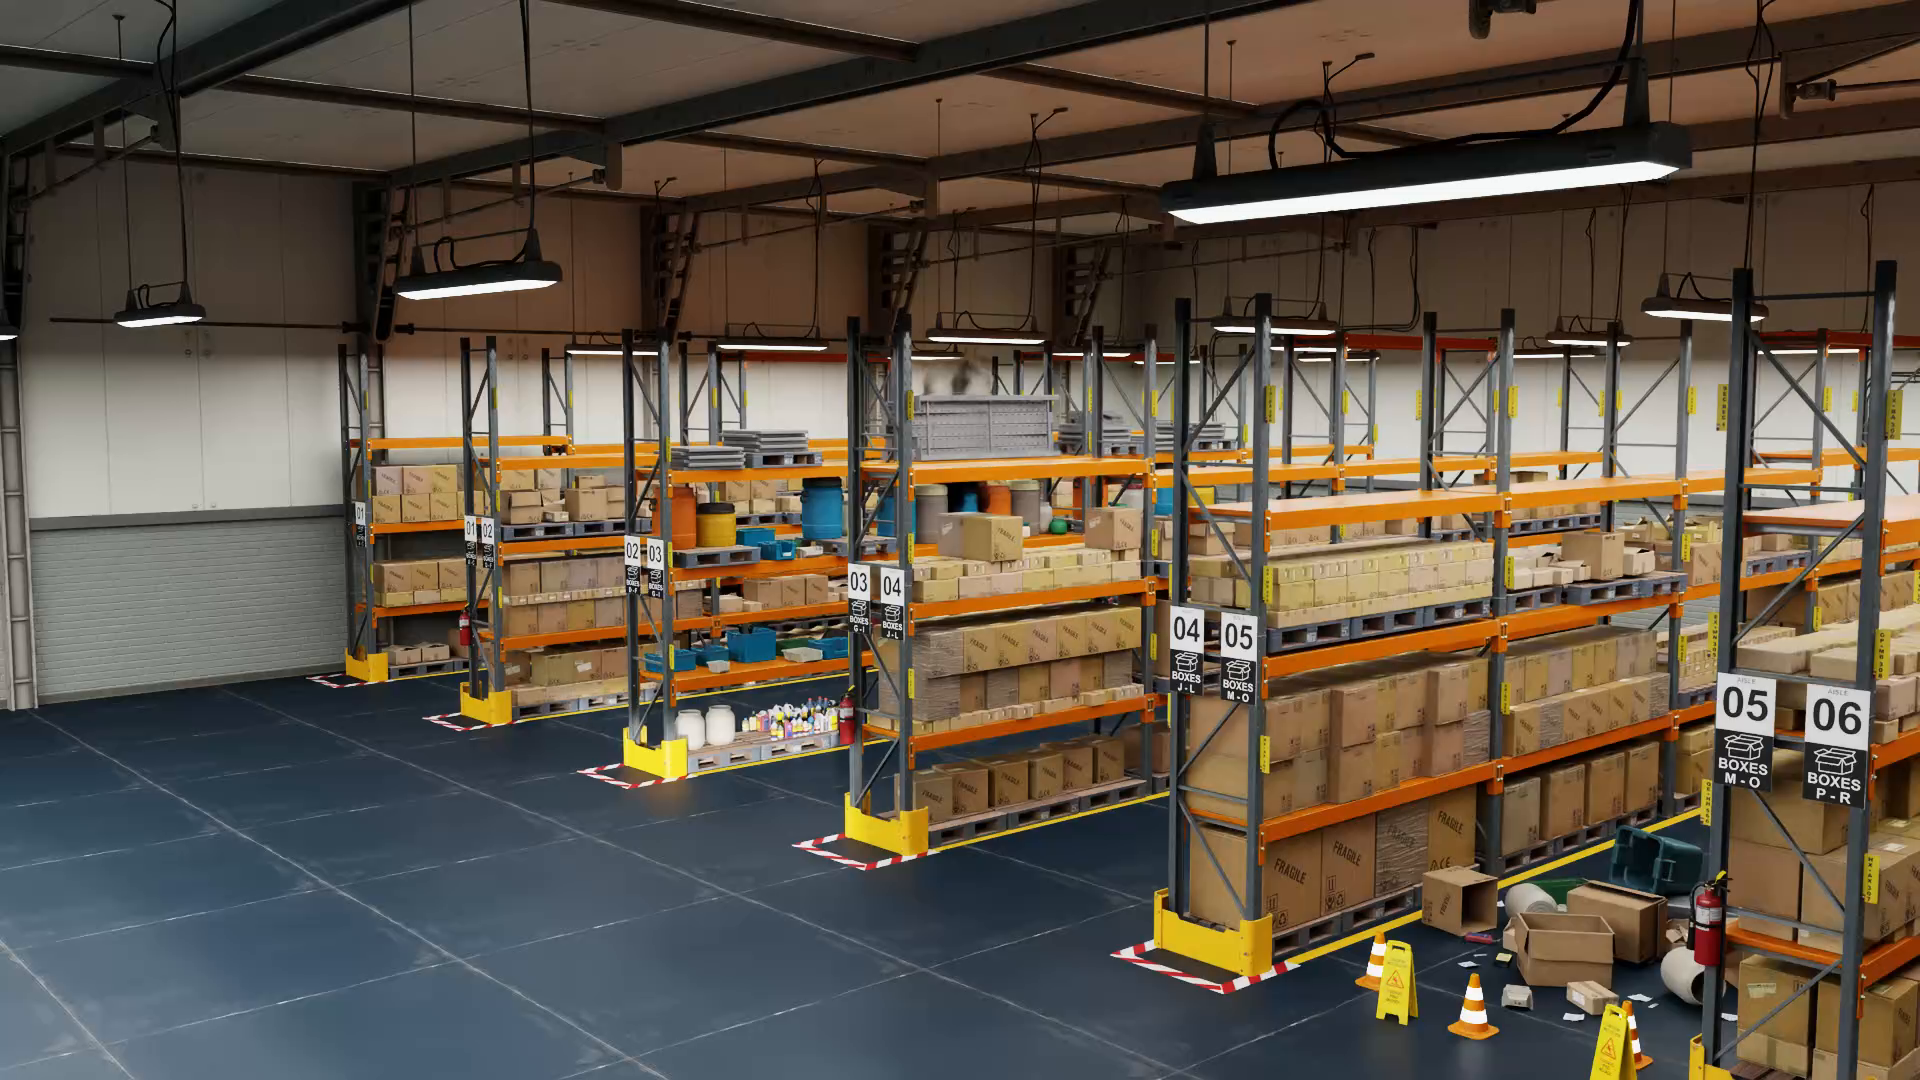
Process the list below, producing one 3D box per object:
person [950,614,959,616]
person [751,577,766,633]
[{"bbox_3d":[-0.080,1.447,30.328,0.563,1.647,0.618,4,6,38],"label":"person"},{"bbox_3d":[-3.920,1.493,32.367,0.546,1.564,0.541,4,7,39],"label":"person"}]
